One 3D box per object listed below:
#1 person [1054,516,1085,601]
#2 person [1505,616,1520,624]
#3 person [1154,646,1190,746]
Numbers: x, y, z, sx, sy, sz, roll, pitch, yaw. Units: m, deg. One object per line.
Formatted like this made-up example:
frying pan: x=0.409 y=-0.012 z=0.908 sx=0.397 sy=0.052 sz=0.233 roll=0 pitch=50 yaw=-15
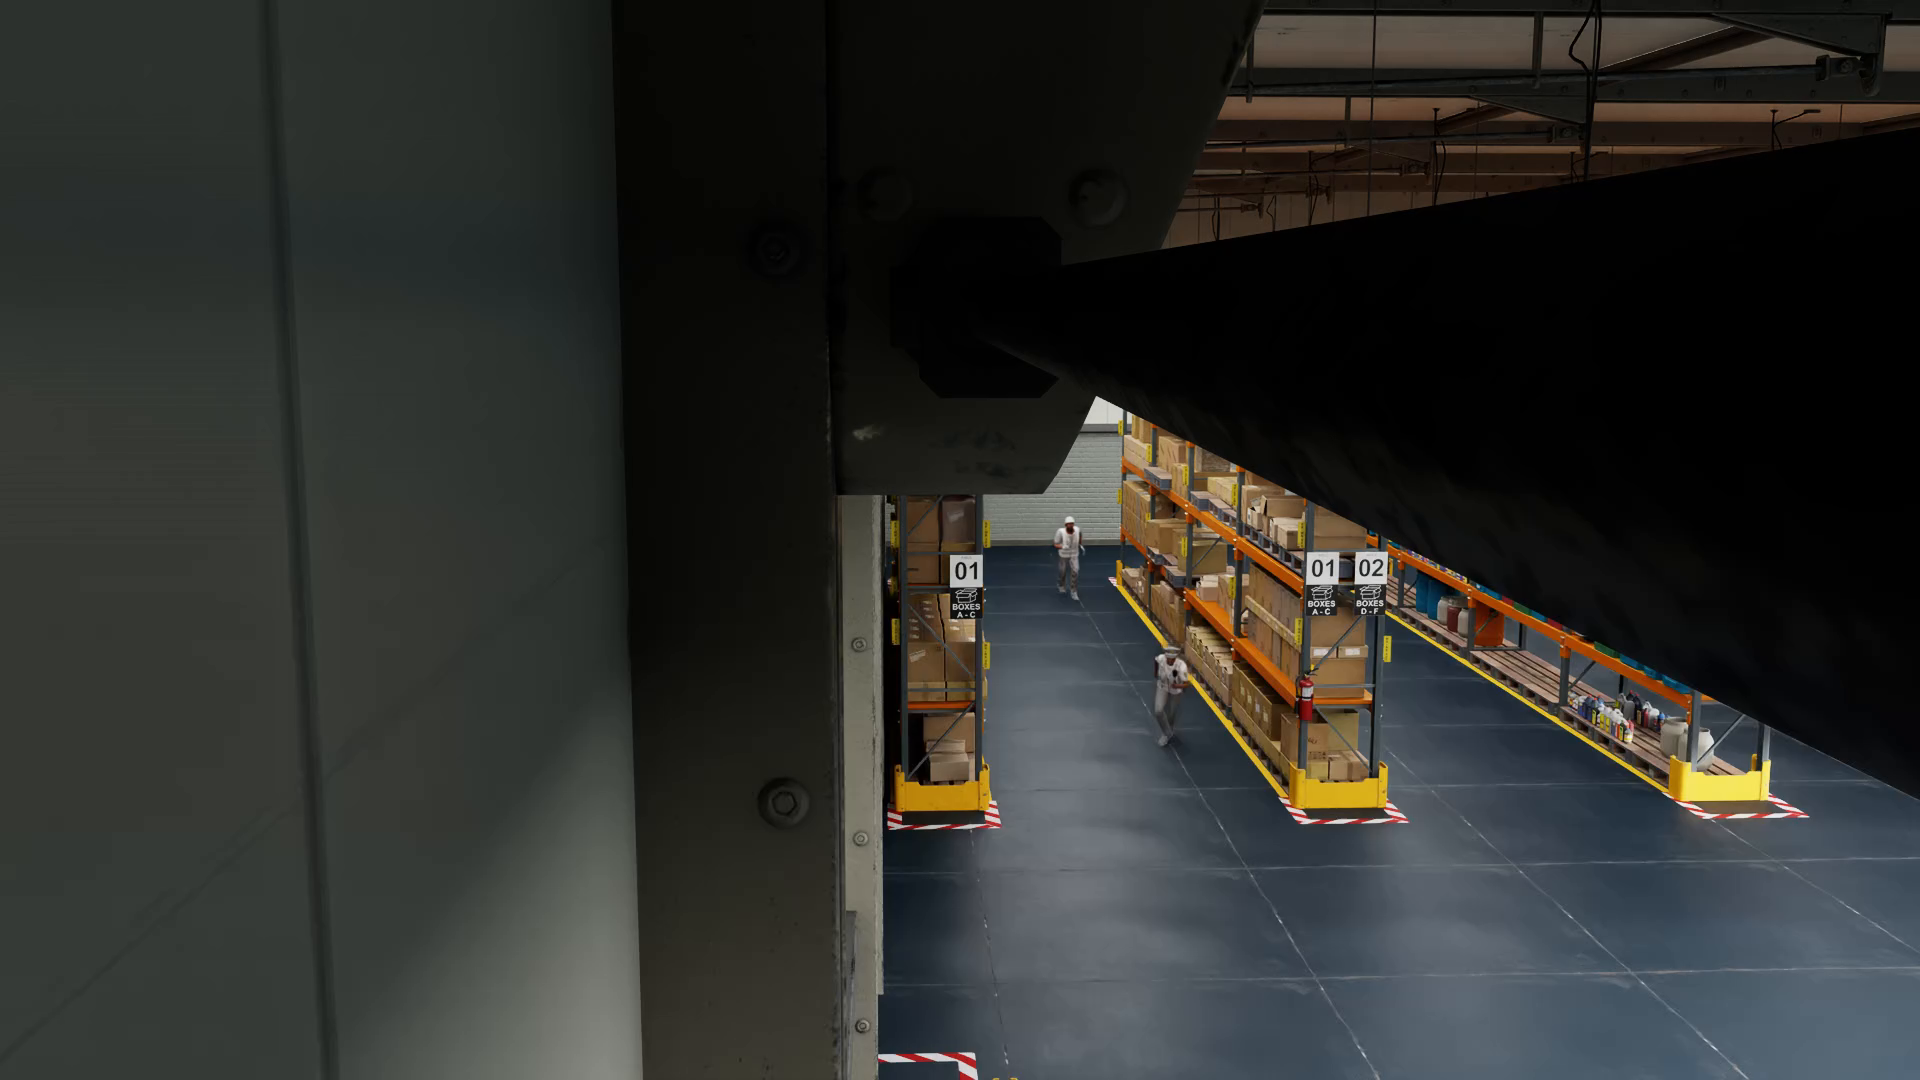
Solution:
person: x=2.272 y=0.346 z=34.720 sx=0.711 sy=1.746 sz=1.003 roll=-1 pitch=9 yaw=-8
person: x=10.698 y=0.725 z=32.217 sx=0.644 sy=1.837 sz=0.853 roll=-1 pitch=9 yaw=-8
person: x=2.983 y=2.144 z=23.467 sx=0.582 sy=1.446 sz=1.093 roll=2 pitch=9 yaw=16
